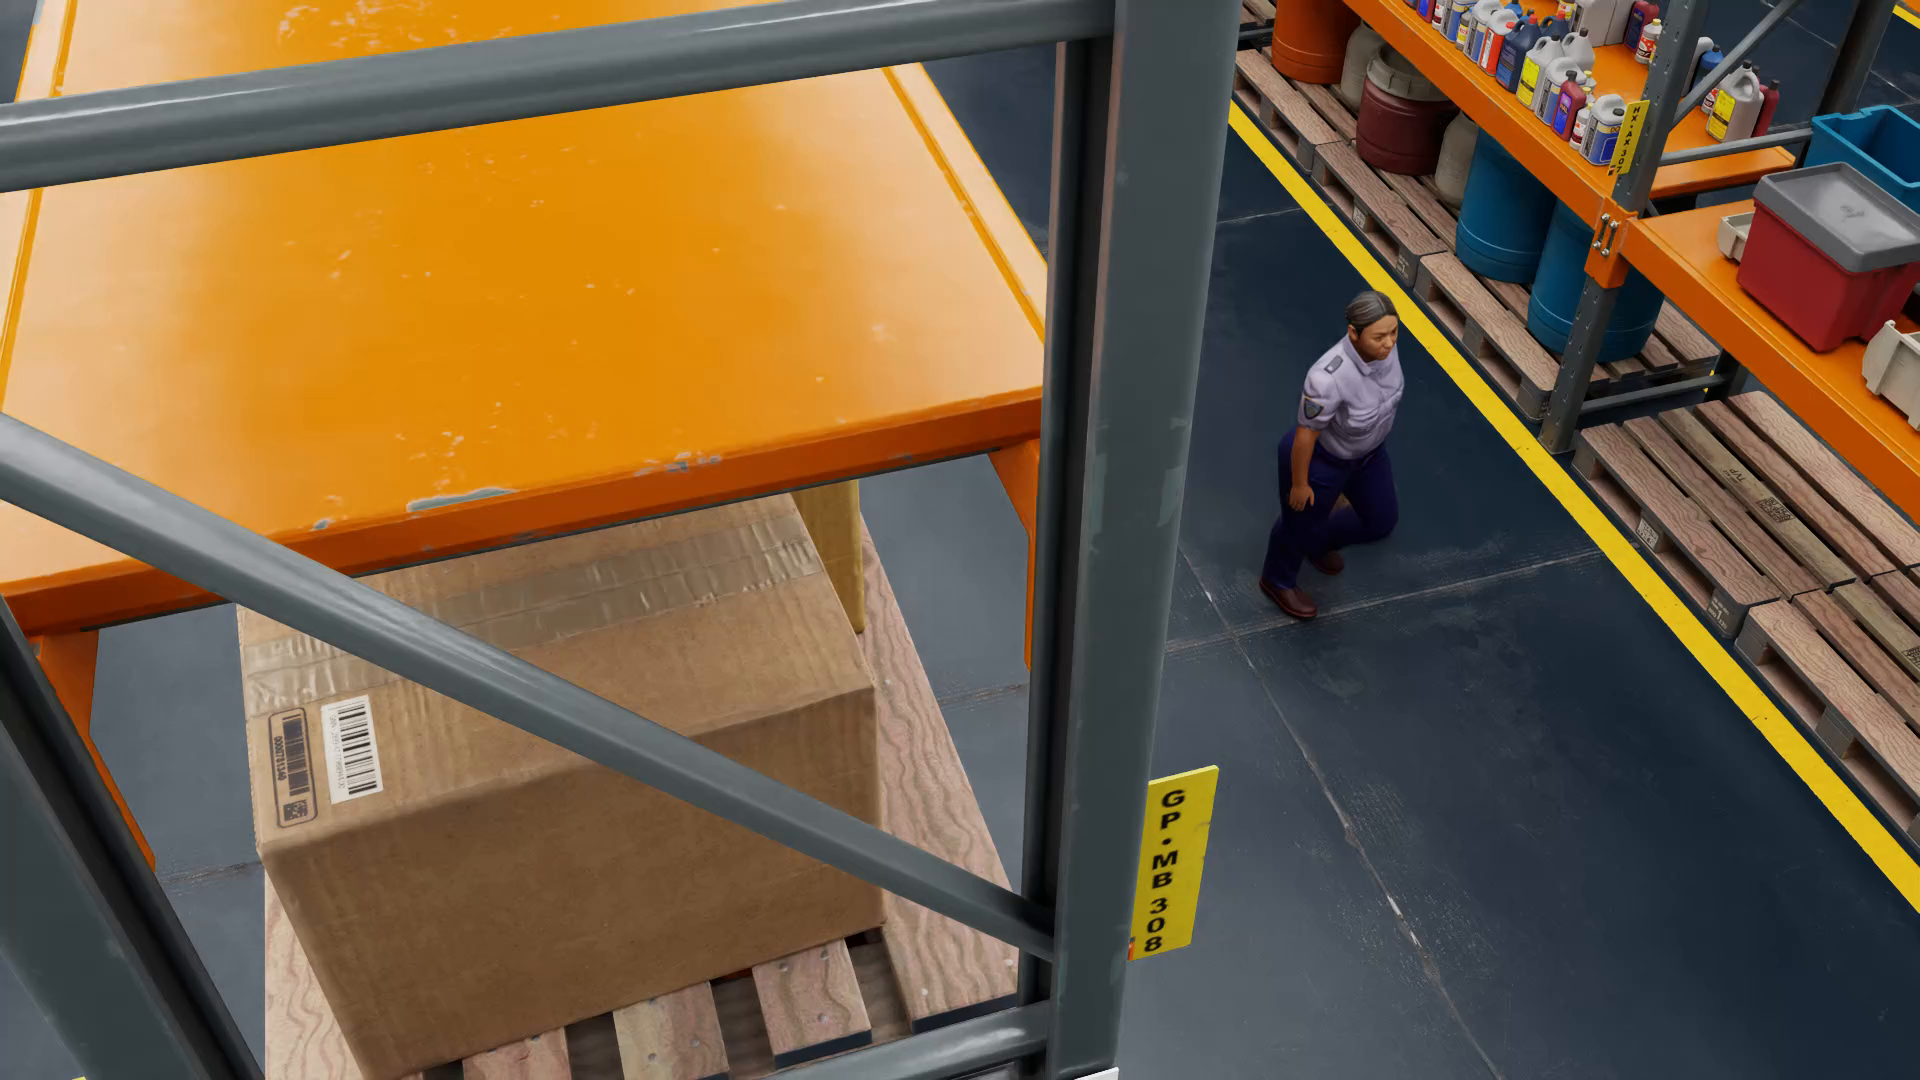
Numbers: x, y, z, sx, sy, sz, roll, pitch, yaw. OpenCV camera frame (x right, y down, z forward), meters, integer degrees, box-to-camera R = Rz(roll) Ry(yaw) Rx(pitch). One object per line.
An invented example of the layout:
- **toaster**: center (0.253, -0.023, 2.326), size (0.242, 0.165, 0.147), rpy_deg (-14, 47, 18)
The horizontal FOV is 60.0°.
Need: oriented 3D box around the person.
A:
- **person**: center (1.473, -0.322, 6.522), size (0.541, 1.637, 0.454), rpy_deg (-30, 50, -28)
